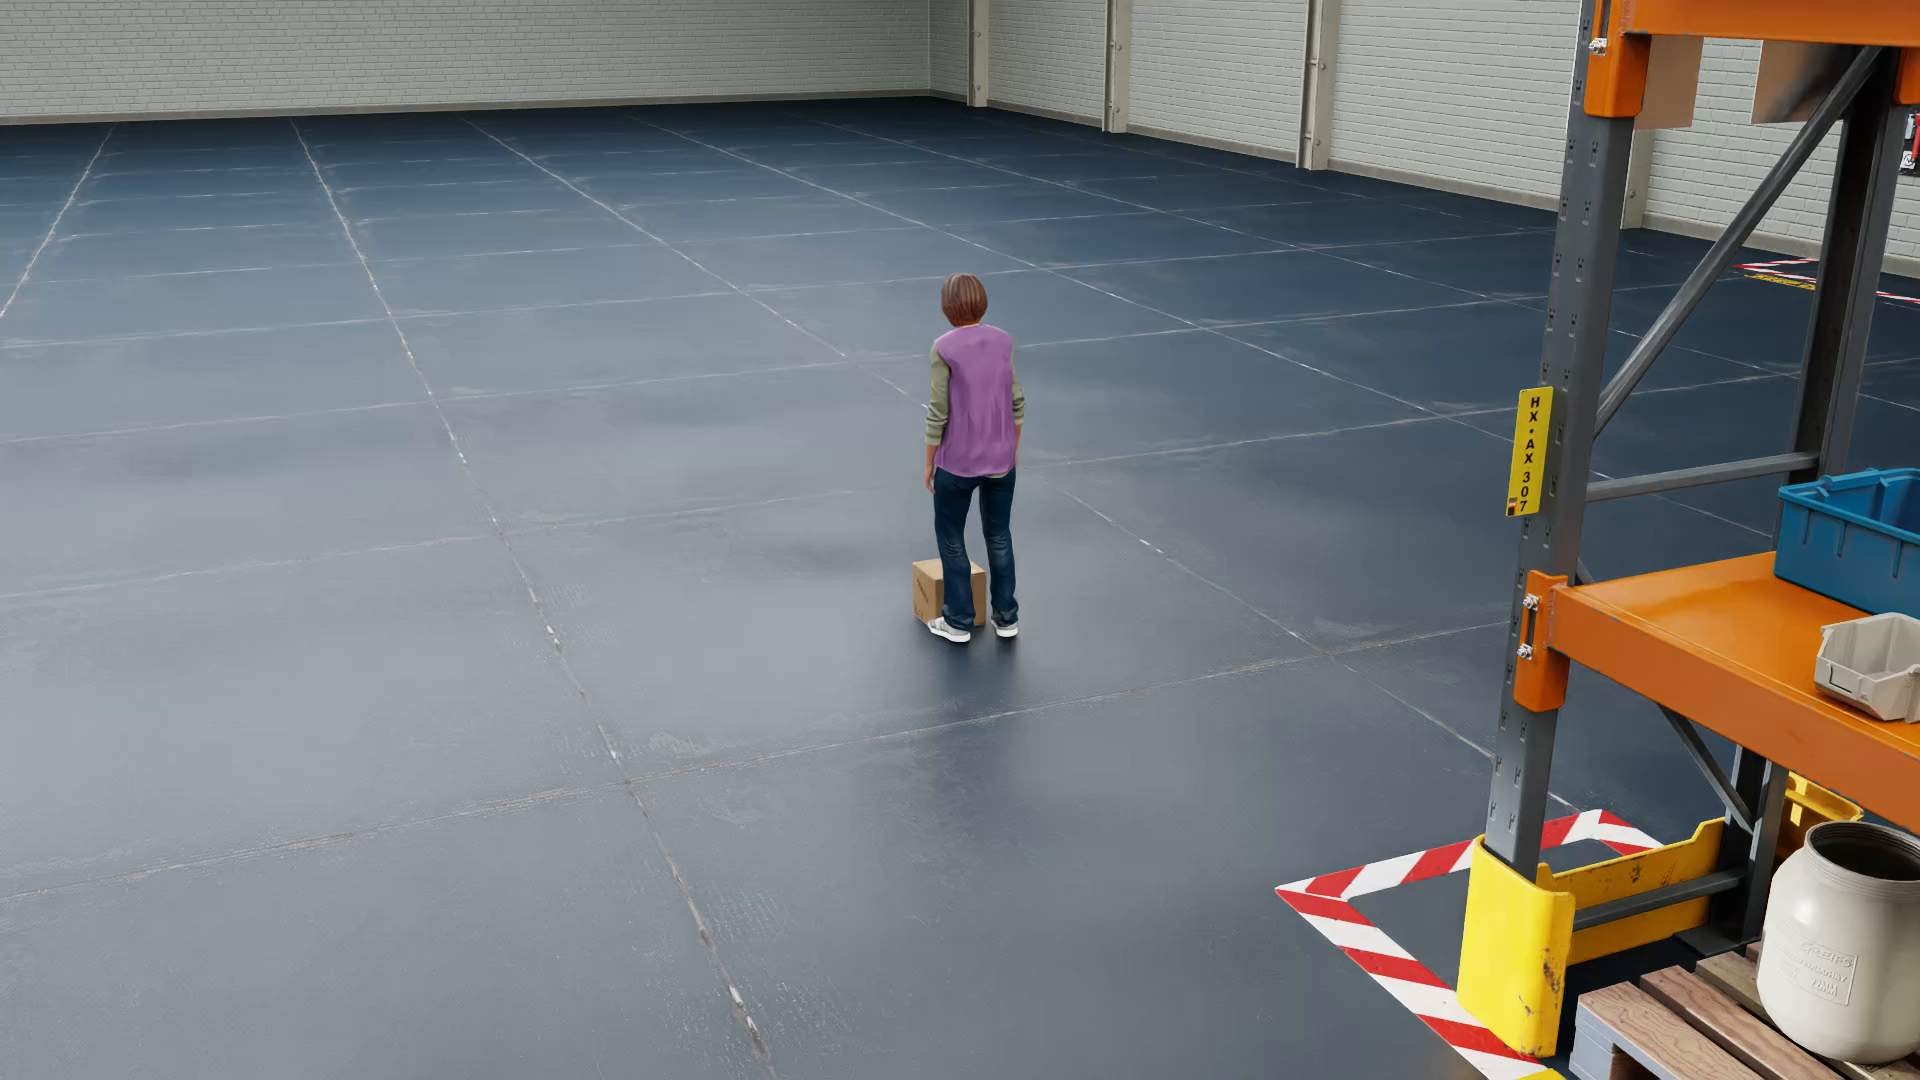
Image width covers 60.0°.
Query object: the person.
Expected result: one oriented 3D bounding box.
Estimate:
[{"bbox_3d":[0.051,-0.324,7.036,0.469,1.580,0.377,-9,21,-24],"label":"person"}]
